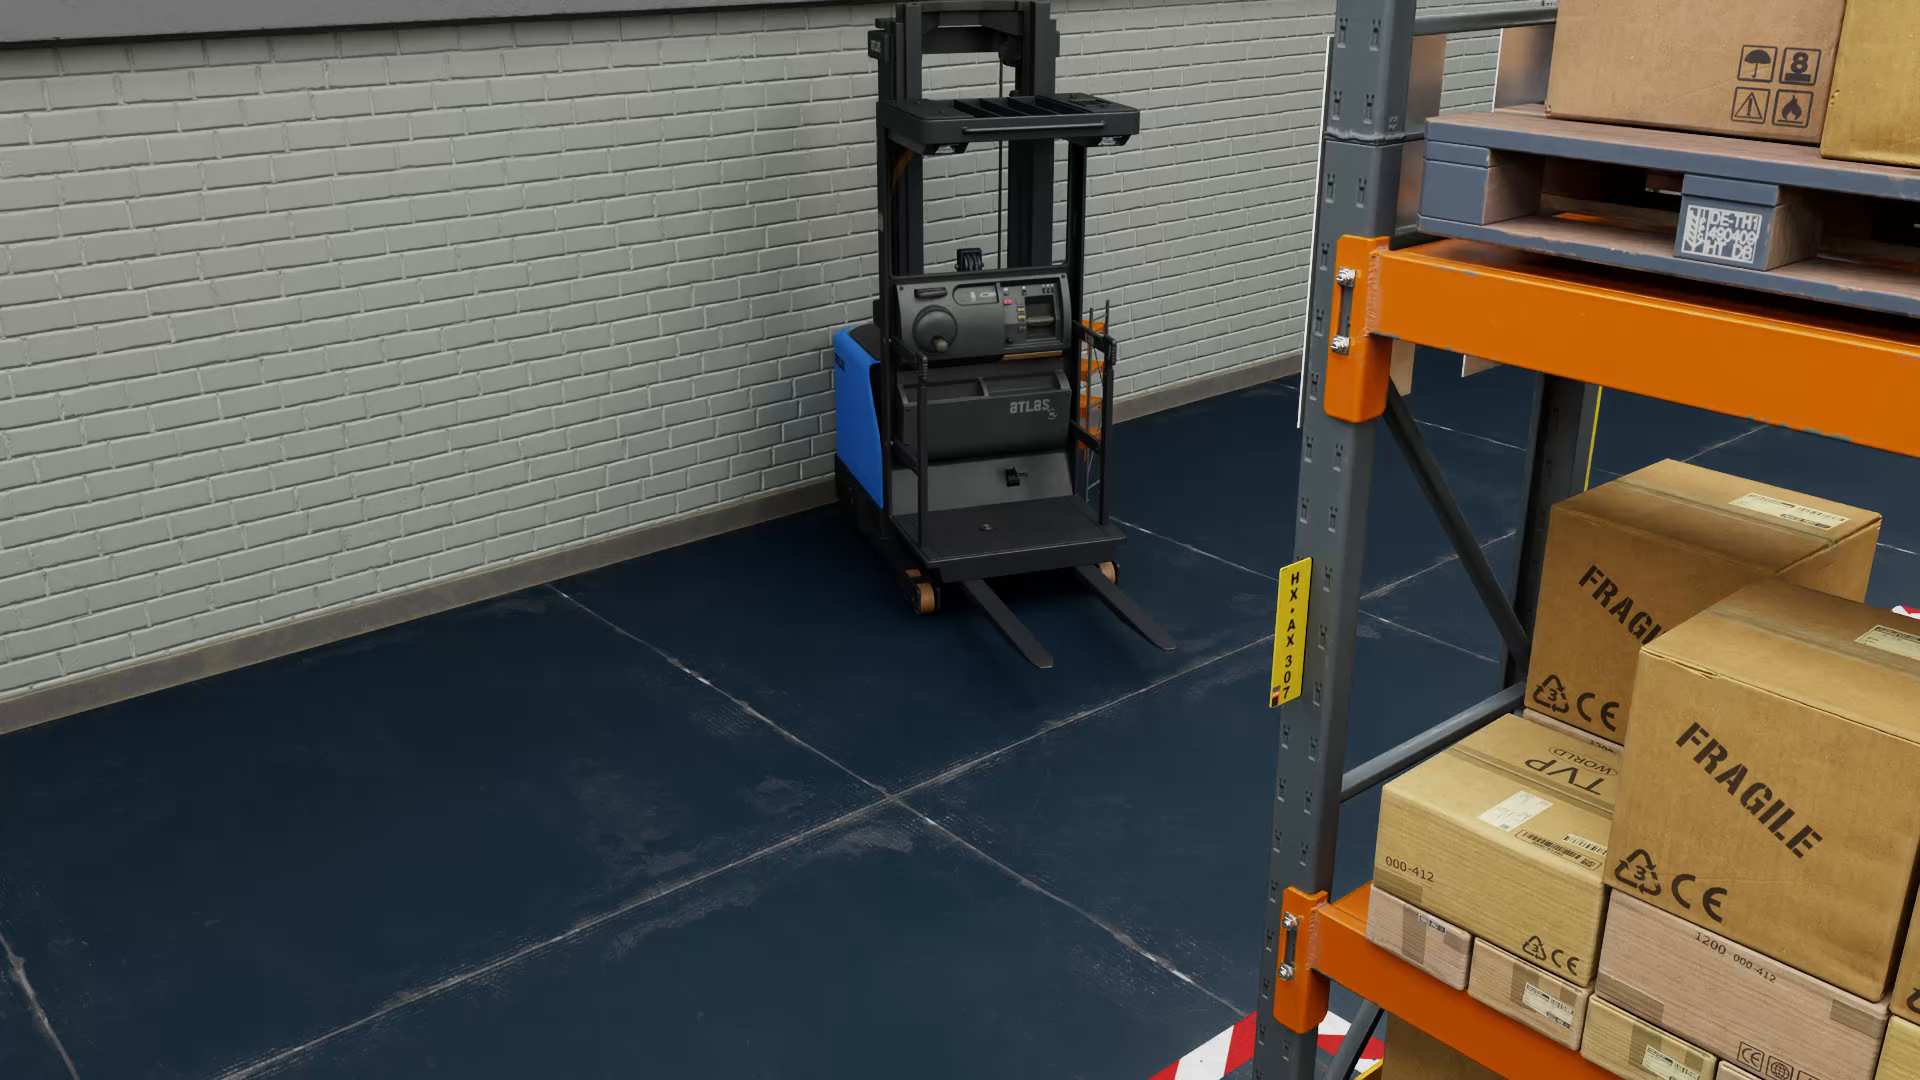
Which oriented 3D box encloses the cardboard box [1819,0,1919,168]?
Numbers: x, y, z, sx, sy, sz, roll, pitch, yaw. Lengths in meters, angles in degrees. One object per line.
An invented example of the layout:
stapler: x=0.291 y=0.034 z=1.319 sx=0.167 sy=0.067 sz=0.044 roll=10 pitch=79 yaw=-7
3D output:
cardboard box: x=1.789 y=-0.860 z=2.604 sx=0.700 sy=0.500 sz=0.500 roll=-19 pitch=28 yaw=-39

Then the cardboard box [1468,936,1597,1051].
cardboard box: x=1.283 y=0.874 z=3.484 sx=0.380 sy=0.149 sz=0.250 roll=-18 pitch=28 yaw=-38

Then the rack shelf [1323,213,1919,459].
rack shelf: x=2.438 y=0.001 z=2.242 sx=1.077 sy=0.370 sz=4.000 roll=-17 pitch=27 yaw=-37

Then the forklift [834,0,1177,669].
forklift: x=0.198 y=-1.147 z=8.395 sx=1.130 sy=2.935 sz=3.031 roll=-7 pitch=22 yaw=-17

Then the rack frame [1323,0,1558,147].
rack frame: x=1.133 y=-2.283 z=2.975 sx=1.000 sy=3.000 sz=0.127 roll=-17 pitch=27 yaw=-37

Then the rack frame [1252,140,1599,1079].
rack frame: x=1.133 y=0.510 z=4.069 sx=1.000 sy=3.000 sz=0.127 roll=-17 pitch=27 yaw=-37

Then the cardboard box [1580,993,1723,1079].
cardboard box: x=1.450 y=0.945 z=3.303 sx=0.380 sy=0.149 sz=0.250 roll=-18 pitch=28 yaw=-39

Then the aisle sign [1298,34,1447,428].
aisle sign: x=0.858 y=-0.649 z=3.463 sx=0.394 sy=0.787 sz=0.004 roll=-17 pitch=27 yaw=-37

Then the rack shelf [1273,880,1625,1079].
rack shelf: x=2.438 y=1.397 z=2.789 sx=1.077 sy=0.370 sz=4.000 roll=-17 pitch=27 yaw=-37

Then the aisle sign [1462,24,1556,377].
aisle sign: x=1.313 y=-0.792 z=3.828 sx=0.394 sy=0.787 sz=0.004 roll=-17 pitch=27 yaw=-37

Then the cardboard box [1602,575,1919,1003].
cardboard box: x=1.568 y=0.427 z=3.050 sx=0.500 sy=0.500 sz=0.500 roll=-18 pitch=28 yaw=-39

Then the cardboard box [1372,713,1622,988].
cardboard box: x=1.241 y=0.638 z=3.539 sx=0.500 sy=0.250 sz=0.500 roll=-18 pitch=28 yaw=-39

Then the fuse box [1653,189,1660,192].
fuse box: x=6.628 y=-3.261 z=15.464 sx=0.539 sy=1.711 sz=0.414 roll=-17 pitch=27 yaw=-37

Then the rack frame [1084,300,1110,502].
rack frame: x=0.816 y=-0.821 z=9.935 sx=0.015 sy=1.200 sz=0.240 roll=12 pitch=24 yaw=28

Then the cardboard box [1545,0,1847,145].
cardboard box: x=1.513 y=-1.044 z=3.075 sx=0.700 sy=0.500 sz=0.500 roll=-20 pitch=29 yaw=-41

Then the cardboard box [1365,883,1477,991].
cardboard box: x=1.114 y=0.804 z=3.664 sx=0.380 sy=0.149 sz=0.250 roll=-17 pitch=27 yaw=-37

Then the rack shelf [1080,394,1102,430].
rack shelf: x=0.605 y=-0.803 z=10.074 sx=0.480 sy=0.148 sz=0.258 roll=12 pitch=24 yaw=28

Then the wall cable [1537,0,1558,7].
wall cable: x=4.942 y=-3.889 z=13.865 sx=0.585 sy=1.953 sz=0.123 roll=-17 pitch=27 yaw=-37

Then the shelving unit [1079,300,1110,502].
shelving unit: x=0.605 y=-0.866 z=10.049 sx=0.503 sy=1.200 sz=0.258 roll=12 pitch=24 yaw=28

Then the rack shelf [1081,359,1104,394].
rack shelf: x=0.605 y=-1.011 z=9.992 sx=0.480 sy=0.148 sz=0.258 roll=12 pitch=24 yaw=28

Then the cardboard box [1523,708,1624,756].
cardboard box: x=1.650 y=0.512 z=3.862 sx=0.500 sy=0.250 sz=0.500 roll=-18 pitch=28 yaw=-38

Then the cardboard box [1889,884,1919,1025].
cardboard box: x=1.911 y=0.569 z=2.688 sx=0.500 sy=0.500 sz=0.500 roll=-18 pitch=28 yaw=-39

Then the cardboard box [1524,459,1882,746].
cardboard box: x=1.650 y=0.164 z=3.721 sx=0.500 sy=0.500 sz=0.500 roll=-17 pitch=27 yaw=-37

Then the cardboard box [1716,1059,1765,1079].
cardboard box: x=1.621 y=1.017 z=3.120 sx=0.380 sy=0.149 sz=0.250 roll=-18 pitch=28 yaw=-38

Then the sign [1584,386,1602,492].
sign: x=1.553 y=-0.265 z=4.135 sx=0.100 sy=0.325 sz=0.005 roll=-17 pitch=27 yaw=-37

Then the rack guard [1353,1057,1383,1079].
rack guard: x=1.117 y=1.667 z=4.542 sx=1.175 sy=0.500 sz=0.348 roll=-17 pitch=27 yaw=-37

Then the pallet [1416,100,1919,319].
pallet: x=1.625 y=-0.643 z=3.021 sx=1.003 sy=0.211 sz=1.213 roll=-17 pitch=27 yaw=-37

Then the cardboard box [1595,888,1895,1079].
cardboard box: x=1.586 y=0.780 z=3.177 sx=0.500 sy=0.250 sz=0.500 roll=-18 pitch=28 yaw=-38

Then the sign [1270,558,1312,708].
sign: x=0.708 y=0.200 z=3.564 sx=0.100 sy=0.325 sz=0.005 roll=-17 pitch=27 yaw=-37

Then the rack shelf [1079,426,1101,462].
rack shelf: x=0.605 y=-0.618 z=10.146 sx=0.480 sy=0.148 sz=0.258 roll=12 pitch=24 yaw=28

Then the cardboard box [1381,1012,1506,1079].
cardboard box: x=1.611 y=1.462 z=3.977 sx=0.875 sy=0.875 sz=0.875 roll=-17 pitch=27 yaw=-37

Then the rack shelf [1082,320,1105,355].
rack shelf: x=0.605 y=-1.232 z=9.906 sx=0.480 sy=0.148 sz=0.258 roll=12 pitch=24 yaw=28

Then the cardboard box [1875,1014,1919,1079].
cardboard box: x=1.911 y=0.920 z=2.820 sx=0.500 sy=0.250 sz=0.500 roll=-19 pitch=28 yaw=-39
